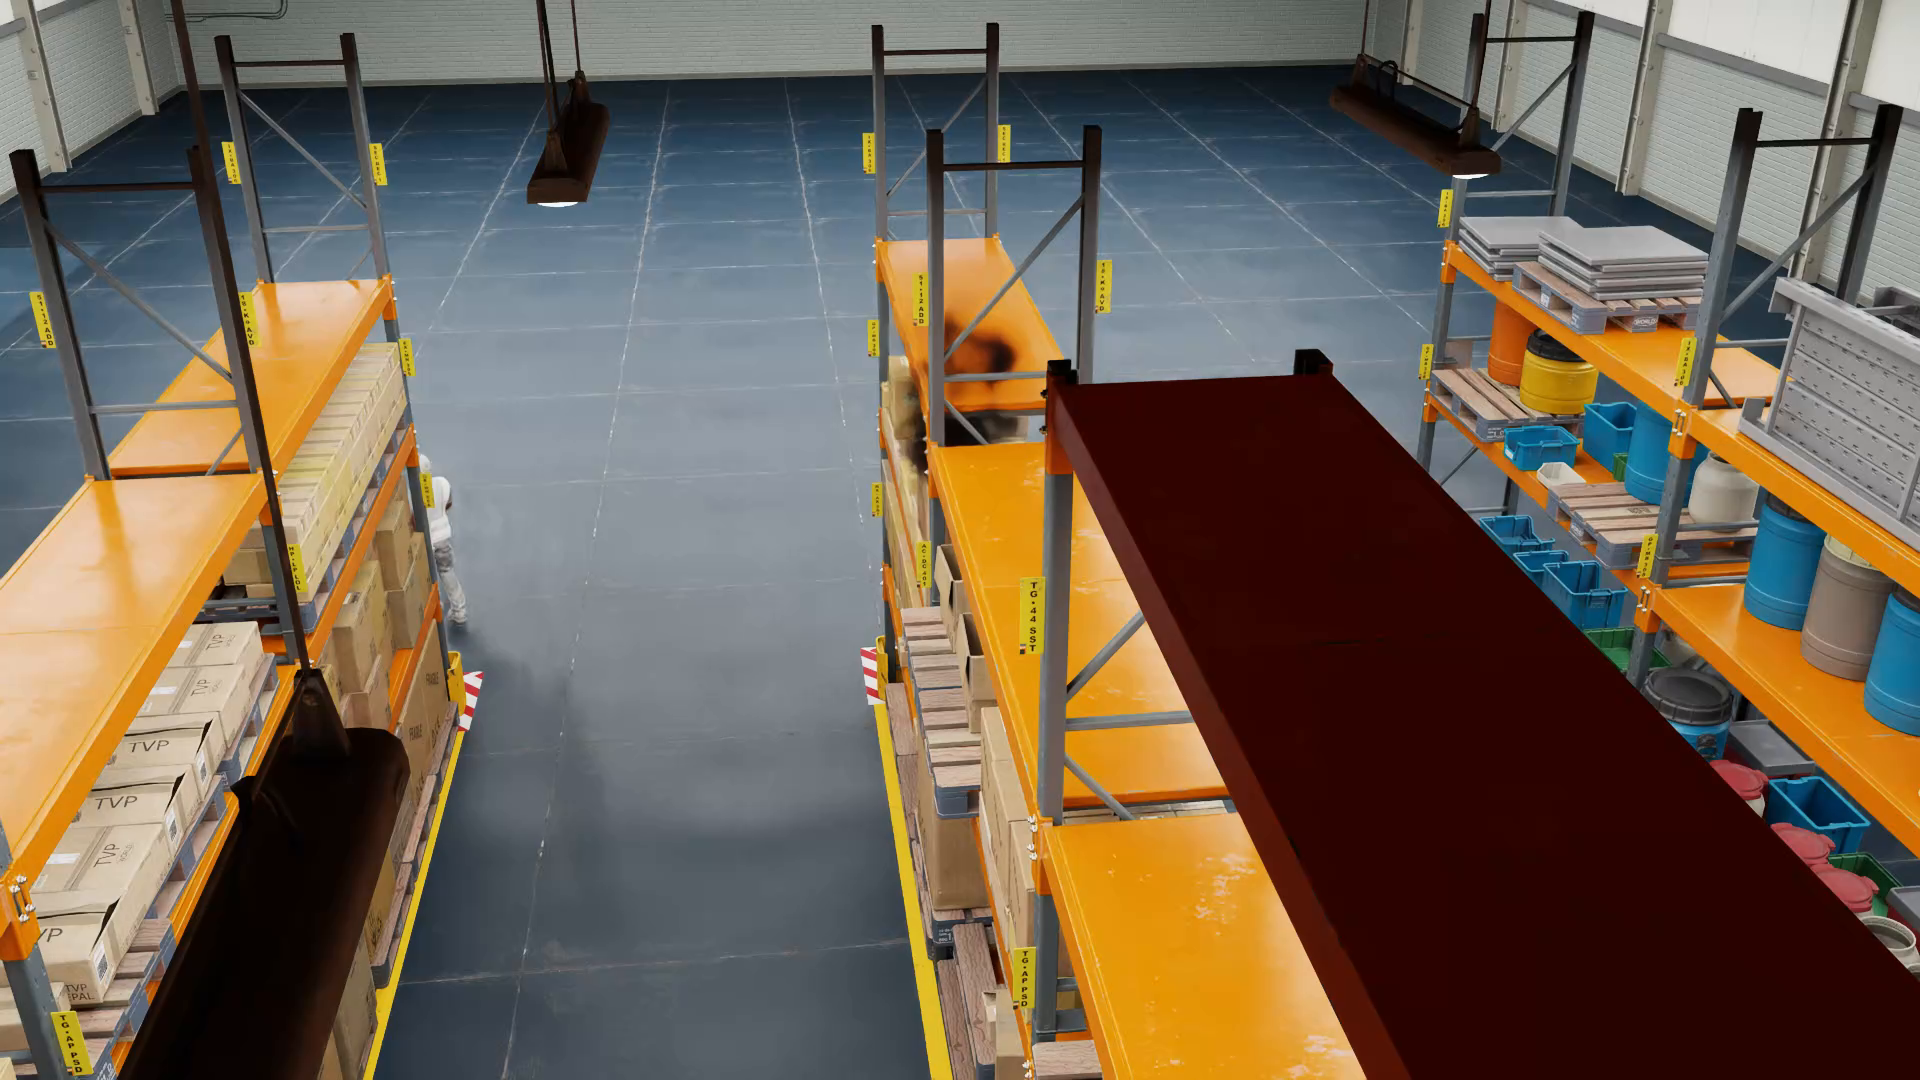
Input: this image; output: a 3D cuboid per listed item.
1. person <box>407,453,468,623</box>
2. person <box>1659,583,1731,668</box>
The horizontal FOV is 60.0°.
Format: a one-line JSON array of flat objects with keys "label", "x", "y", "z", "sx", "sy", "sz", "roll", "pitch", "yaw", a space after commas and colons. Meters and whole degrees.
[{"label": "person", "x": -5.270, "y": -0.010, "z": 16.470, "sx": 0.819, "sy": 1.806, "sz": 0.657, "roll": 23, "pitch": 34, "yaw": 39}, {"label": "person", "x": 6.457, "y": 0.870, "z": 14.658, "sx": 0.663, "sy": 1.746, "sz": 0.798, "roll": -6, "pitch": 26, "yaw": -12}]
